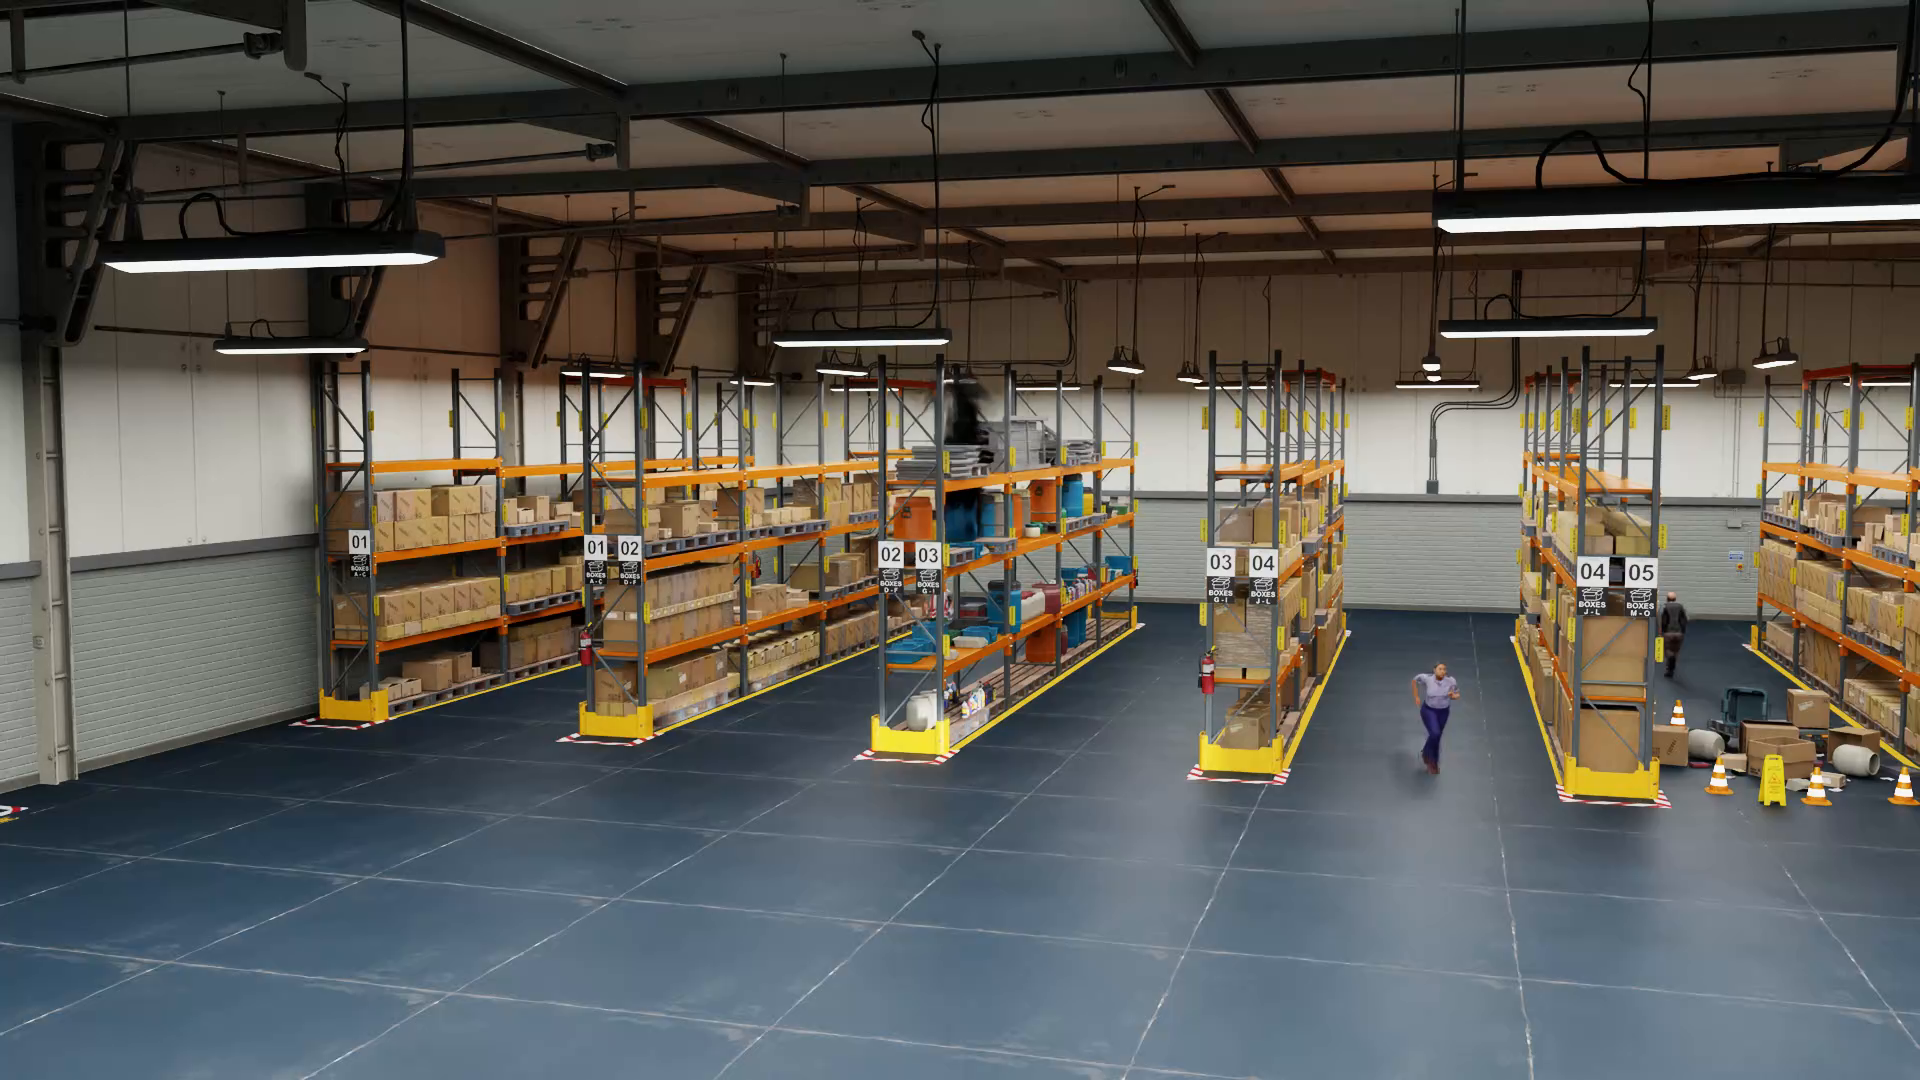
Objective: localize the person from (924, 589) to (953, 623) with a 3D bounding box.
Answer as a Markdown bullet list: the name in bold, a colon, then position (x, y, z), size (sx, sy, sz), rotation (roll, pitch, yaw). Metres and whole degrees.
- **person**: position (-0.429, 1.639, 34.806), size (0.657, 1.771, 0.863), rotation (0, 4, 3)

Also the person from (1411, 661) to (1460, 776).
- **person**: position (6.775, 2.510, 23.748), size (0.597, 1.641, 0.909), rotation (0, 4, -7)

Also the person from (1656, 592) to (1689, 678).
- **person**: position (13.905, 1.861, 32.477), size (0.646, 1.668, 0.746), rotation (1, 4, 13)
